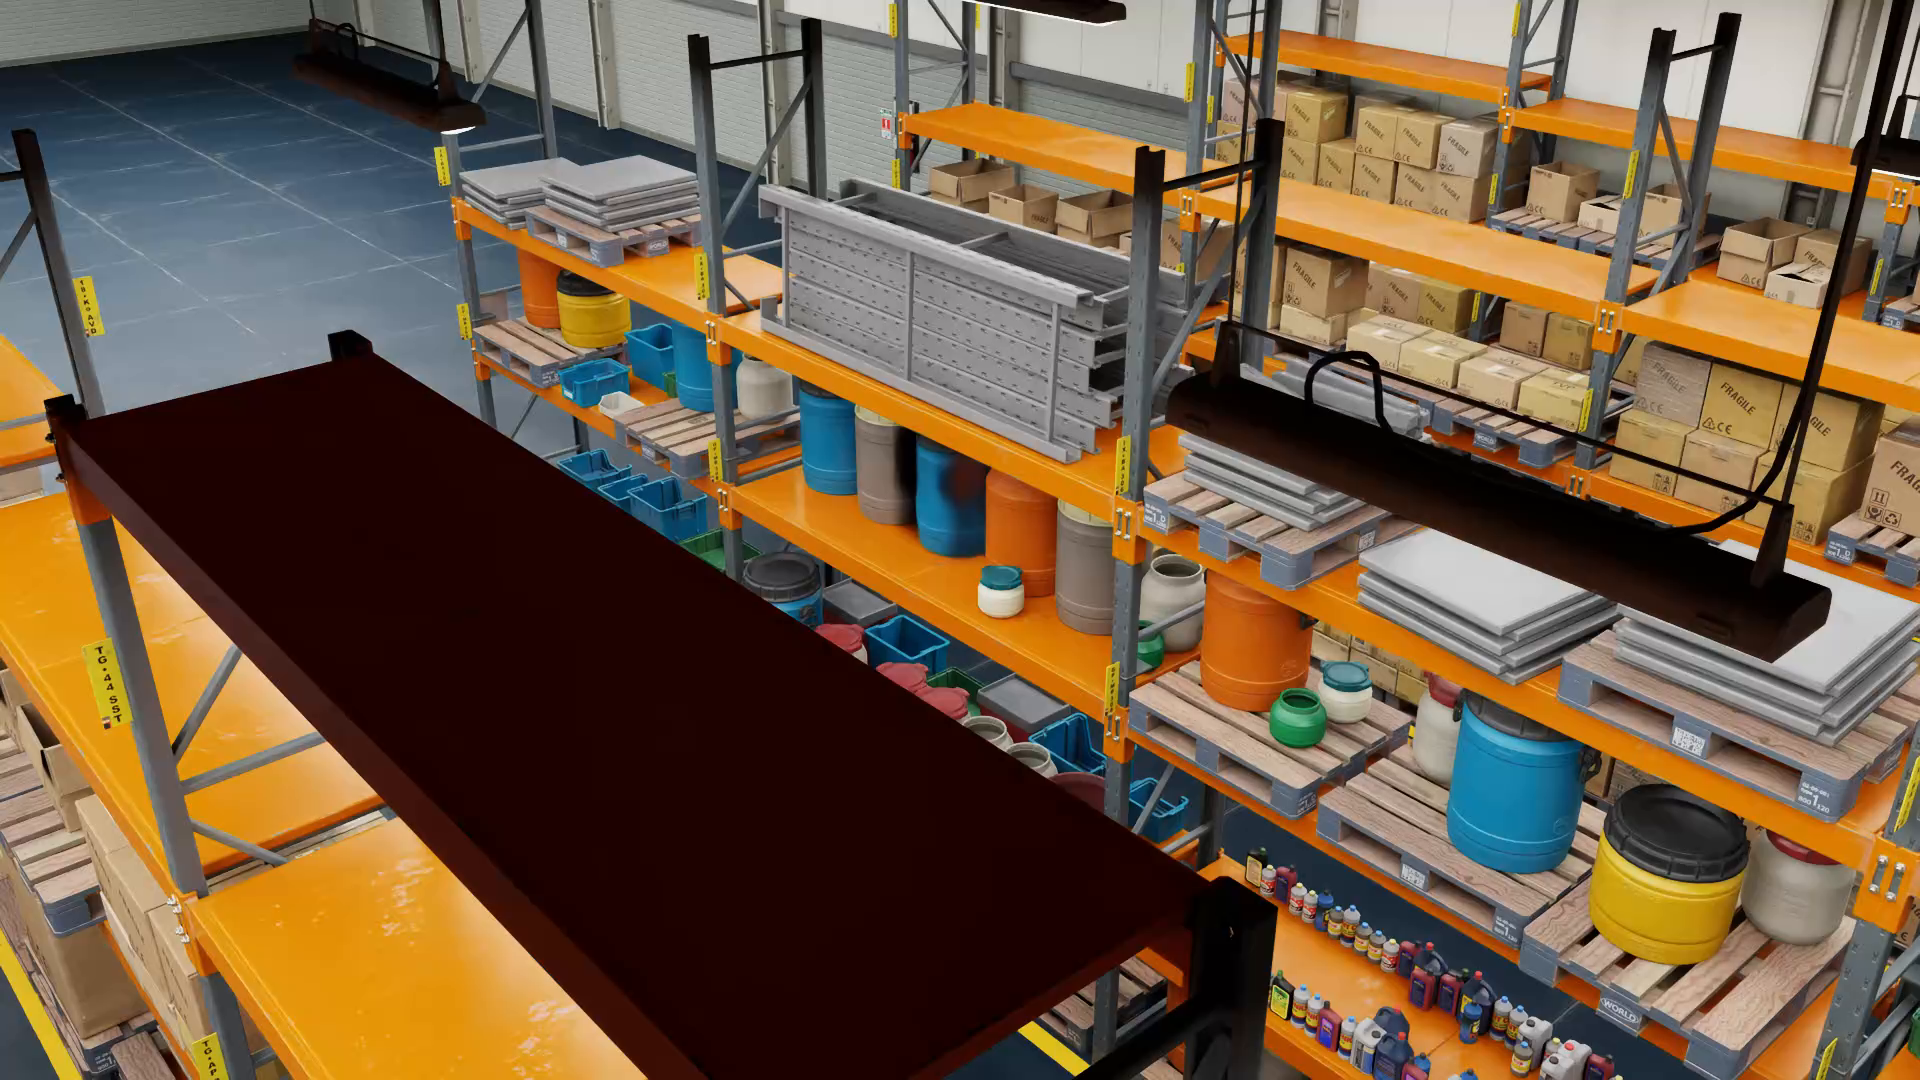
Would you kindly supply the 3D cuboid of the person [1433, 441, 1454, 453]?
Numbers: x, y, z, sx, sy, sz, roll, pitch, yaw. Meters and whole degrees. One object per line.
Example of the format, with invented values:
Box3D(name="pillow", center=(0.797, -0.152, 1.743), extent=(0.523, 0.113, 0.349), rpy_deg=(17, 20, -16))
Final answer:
Box3D(name="person", center=(4.595, -0.198, 16.129), extent=(0.531, 1.664, 0.346), rpy_deg=(18, 32, 31))
